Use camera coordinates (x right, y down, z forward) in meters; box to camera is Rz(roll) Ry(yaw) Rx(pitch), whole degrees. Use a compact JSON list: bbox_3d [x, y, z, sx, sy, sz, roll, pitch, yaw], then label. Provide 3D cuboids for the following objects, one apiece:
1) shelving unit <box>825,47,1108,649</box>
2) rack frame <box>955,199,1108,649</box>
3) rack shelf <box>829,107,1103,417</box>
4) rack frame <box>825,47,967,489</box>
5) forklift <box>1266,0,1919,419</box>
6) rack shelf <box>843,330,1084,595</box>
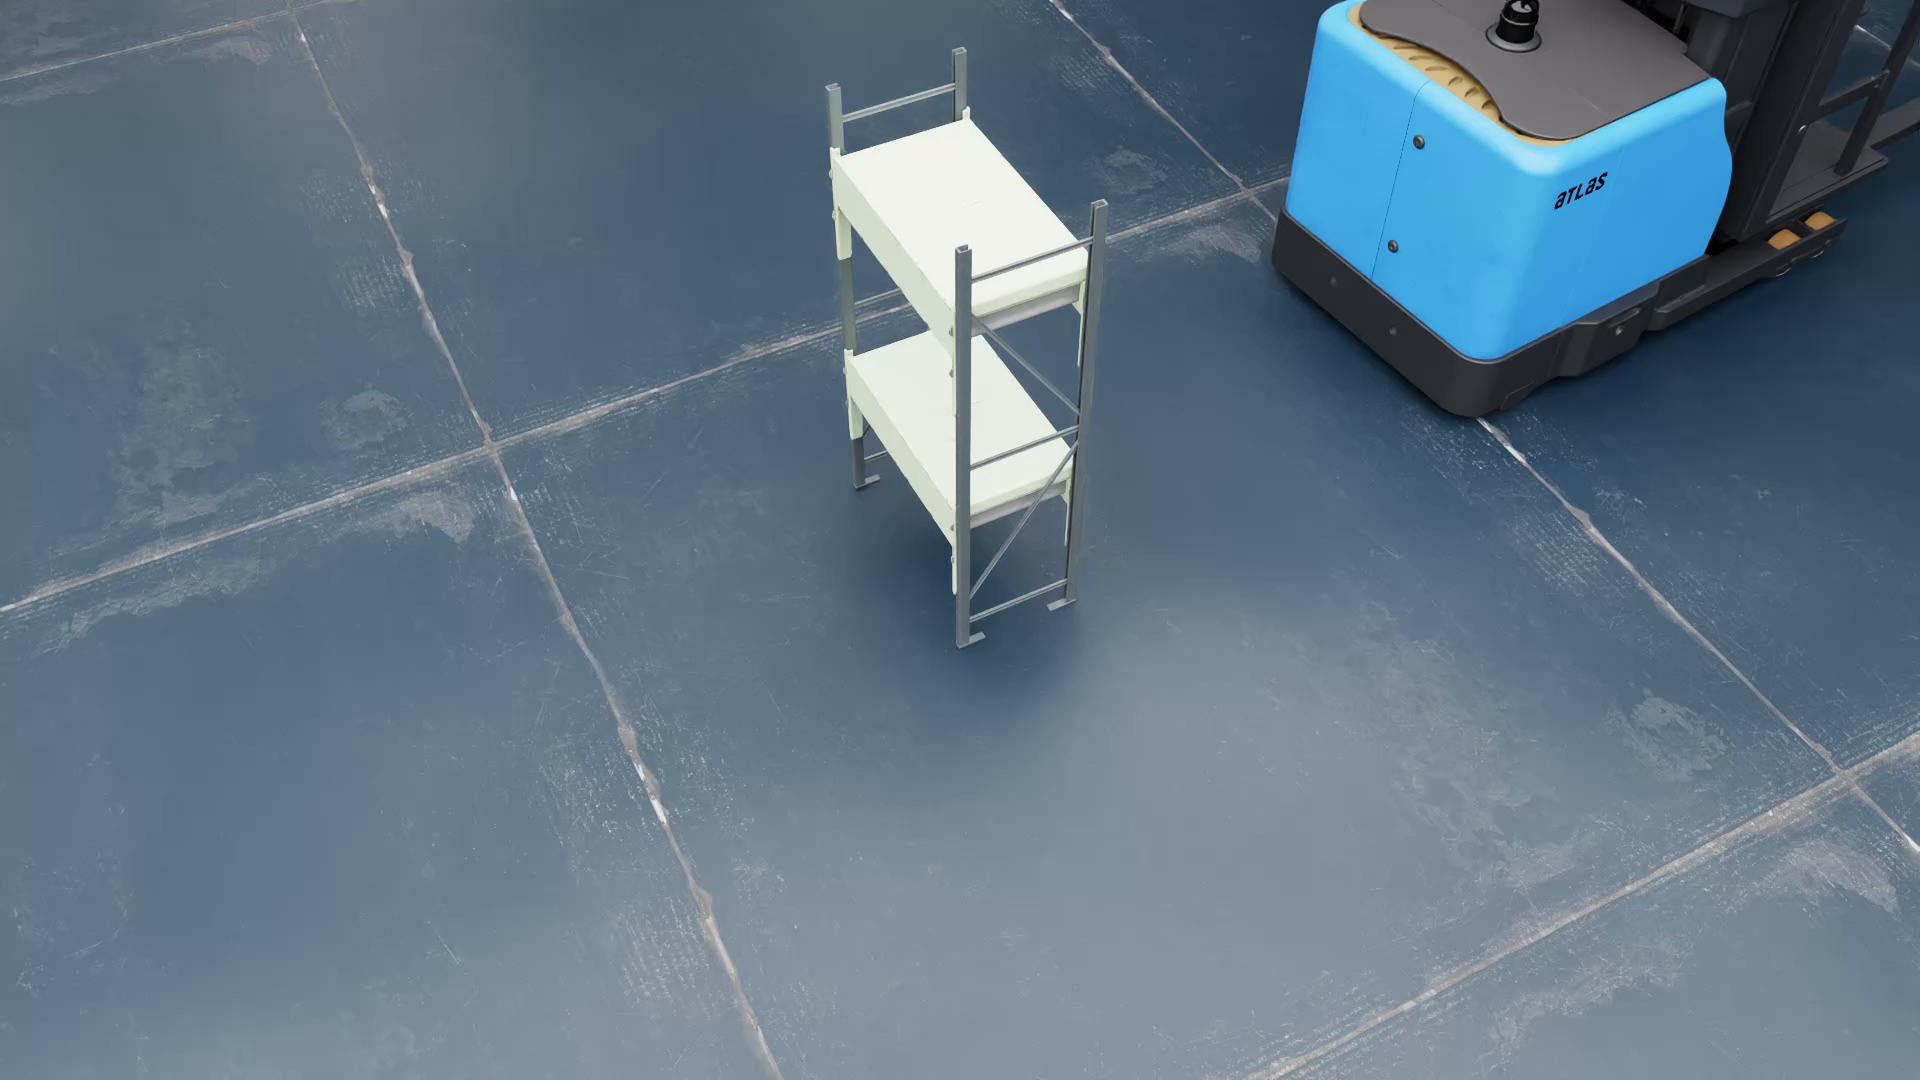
[{"bbox_3d":[0.003,-0.489,4.682,0.431,1.500,0.755,-21,52,-18],"label":"shelving unit"},{"bbox_3d":[0.171,-0.244,4.467,0.400,1.500,0.023,-21,52,-18],"label":"rack frame"},{"bbox_3d":[0.003,-0.746,4.388,0.431,0.370,0.720,-21,52,-18],"label":"rack shelf"},{"bbox_3d":[-0.164,-0.734,4.896,0.400,1.500,0.023,-21,52,-18],"label":"rack frame"},{"bbox_3d":[2.629,-2.232,5.255,3.031,2.935,1.130,-26,54,-21],"label":"forklift"},{"bbox_3d":[0.003,-0.275,4.927,0.431,0.370,0.720,-21,52,-18],"label":"rack shelf"}]
